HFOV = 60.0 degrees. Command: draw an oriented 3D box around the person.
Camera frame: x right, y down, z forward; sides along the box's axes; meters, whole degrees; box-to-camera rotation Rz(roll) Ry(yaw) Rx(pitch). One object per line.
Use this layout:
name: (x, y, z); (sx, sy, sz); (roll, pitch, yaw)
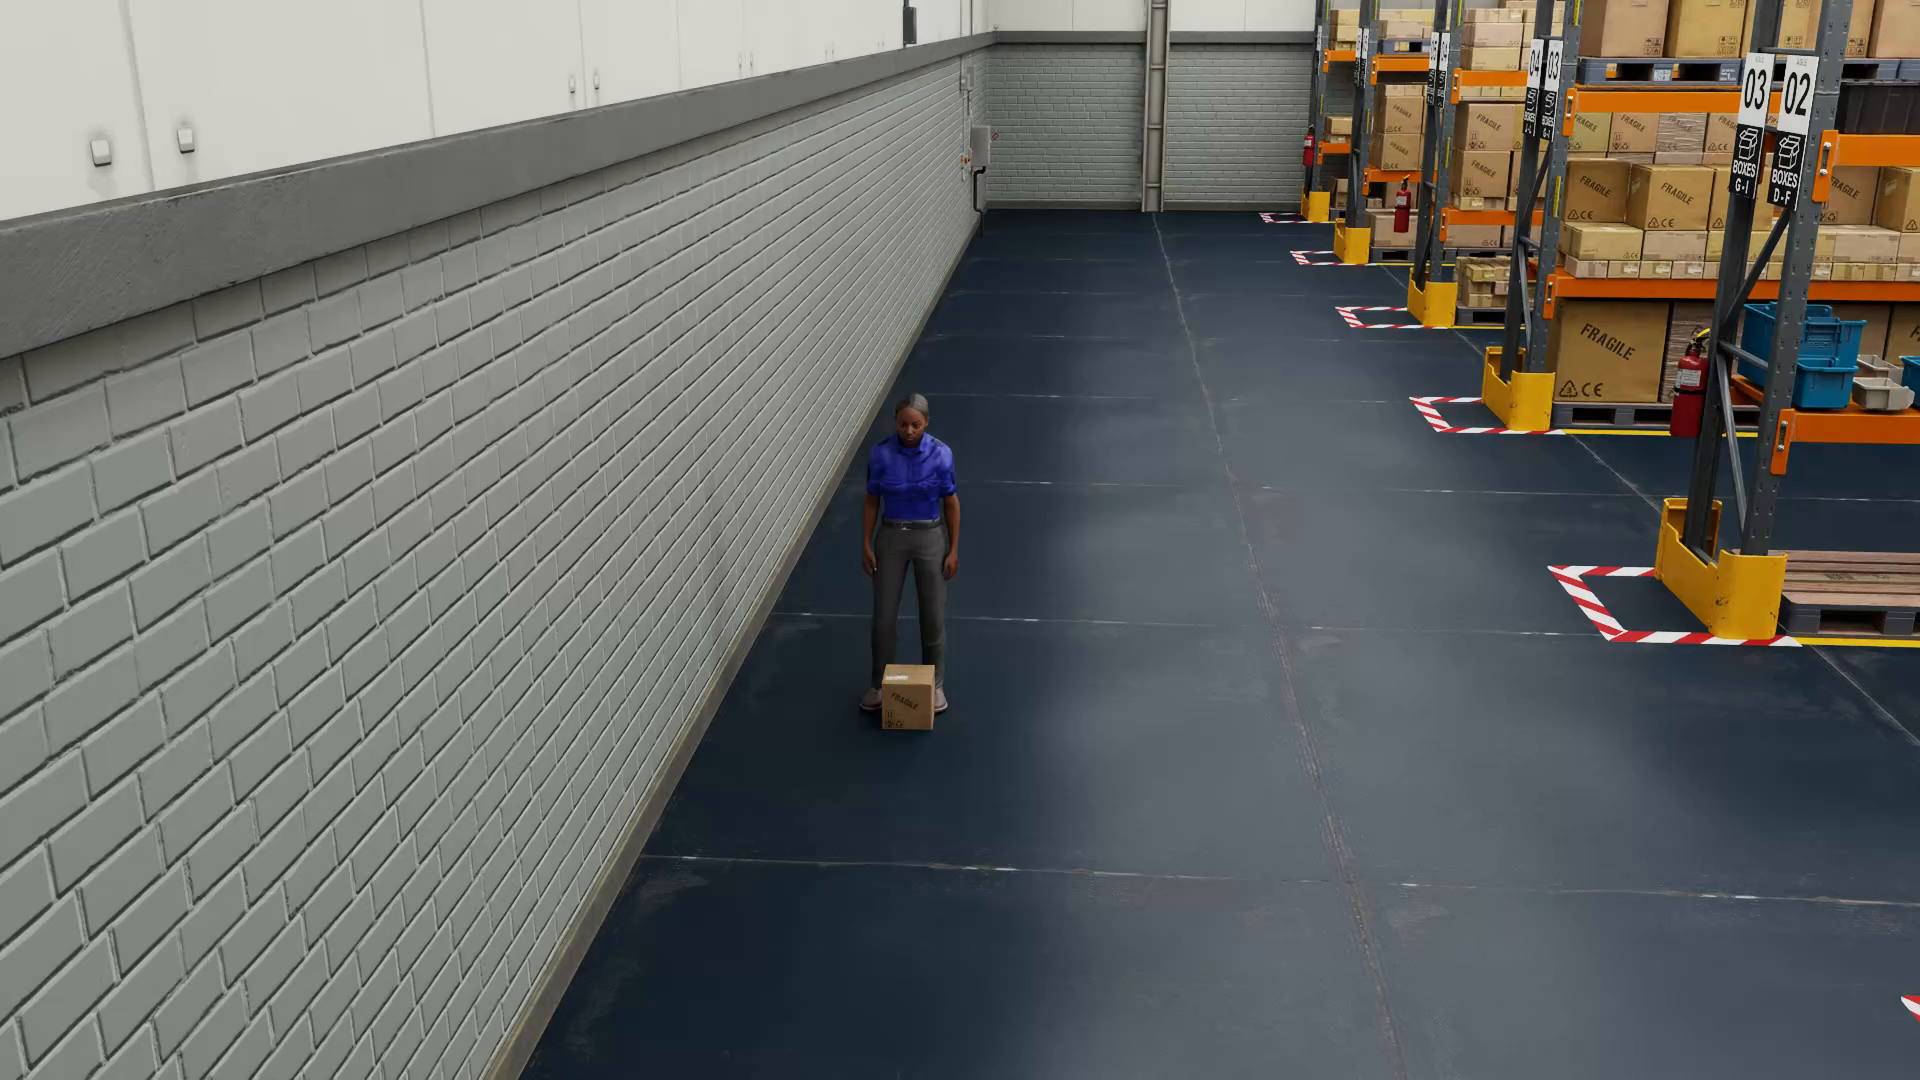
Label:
person: (-0.254, 0.052, 8.394); (0.506, 1.655, 0.347); (1, 18, 4)
